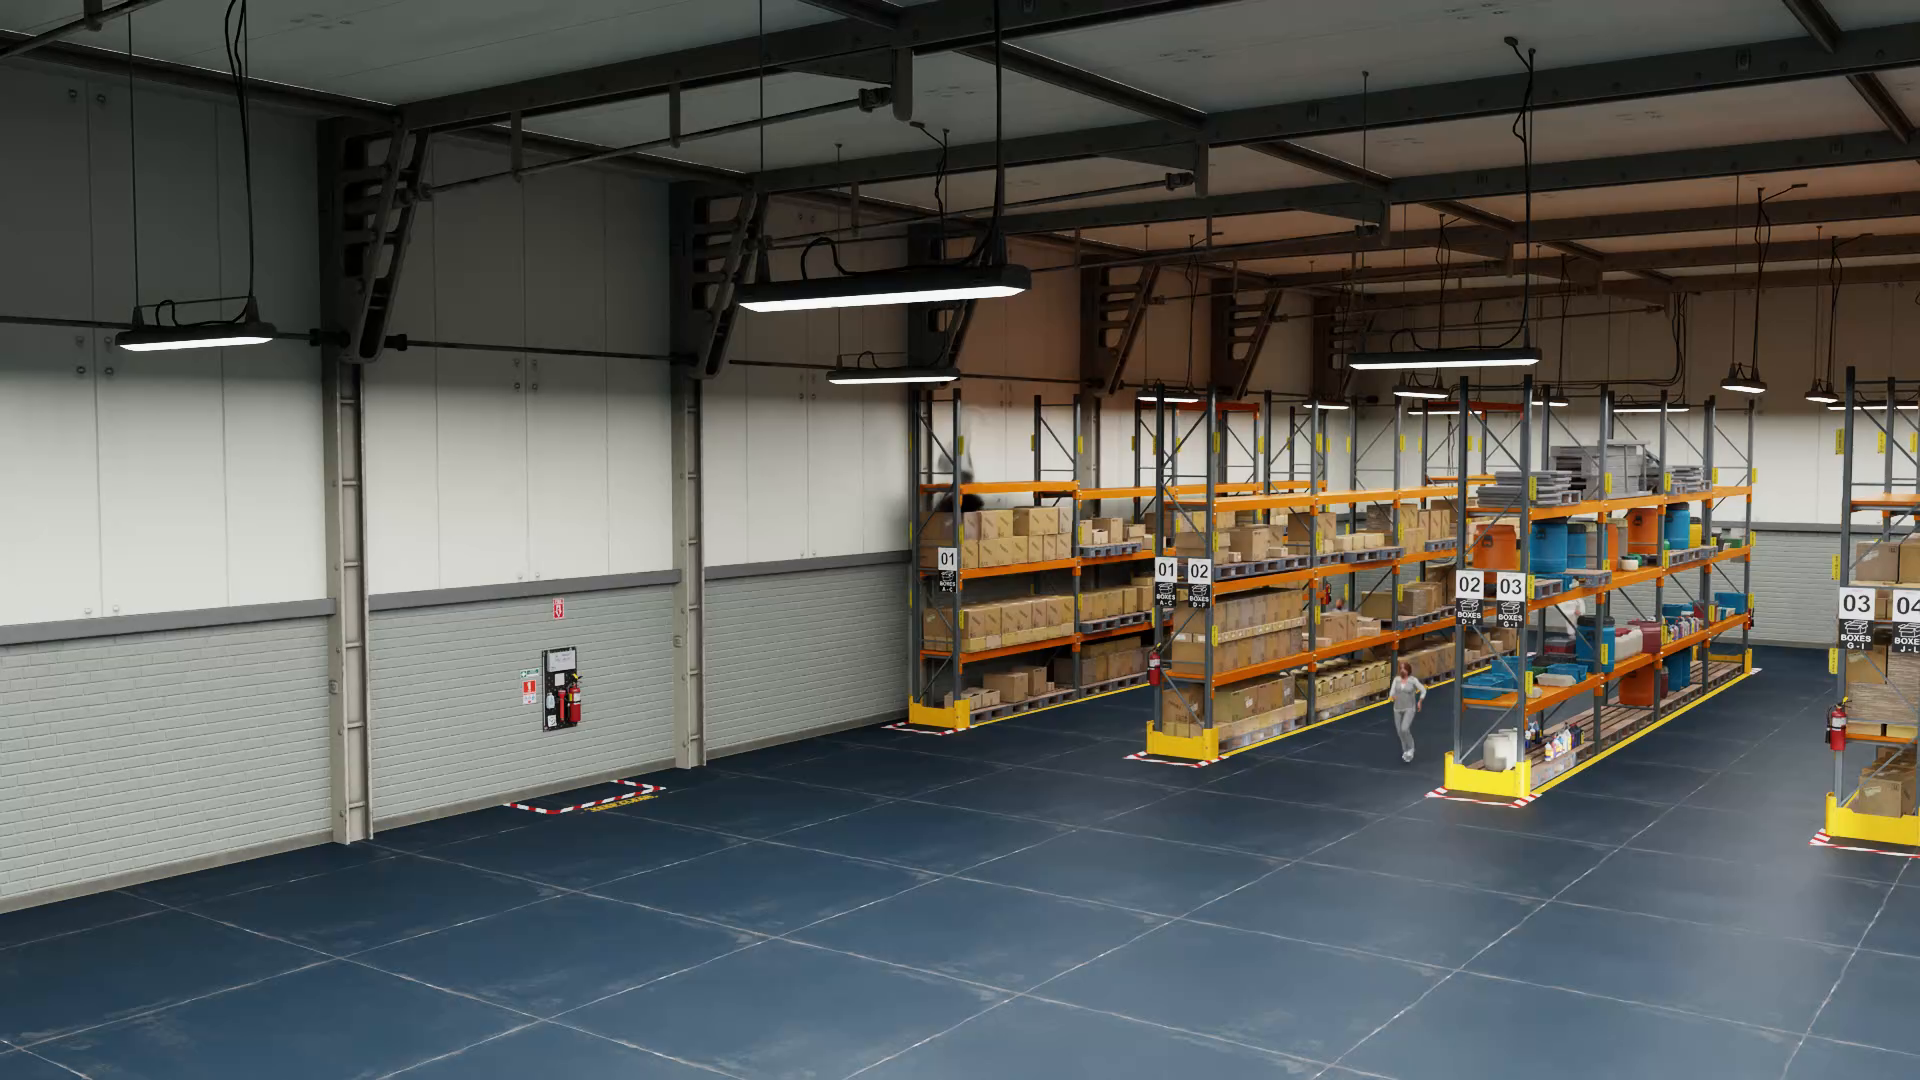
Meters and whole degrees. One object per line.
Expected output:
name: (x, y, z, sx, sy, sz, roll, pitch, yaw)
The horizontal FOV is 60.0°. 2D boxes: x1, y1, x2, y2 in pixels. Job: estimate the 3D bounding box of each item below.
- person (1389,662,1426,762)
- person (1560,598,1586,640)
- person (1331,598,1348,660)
person: (7.011, 2.705, 26.207, 0.512, 1.568, 0.636, 3, 4, 38)
person: (14.268, 1.927, 38.672, 0.706, 1.785, 0.860, 0, 3, -5)
person: (8.473, 2.088, 37.087, 0.603, 1.604, 0.621, 2, 4, 31)
